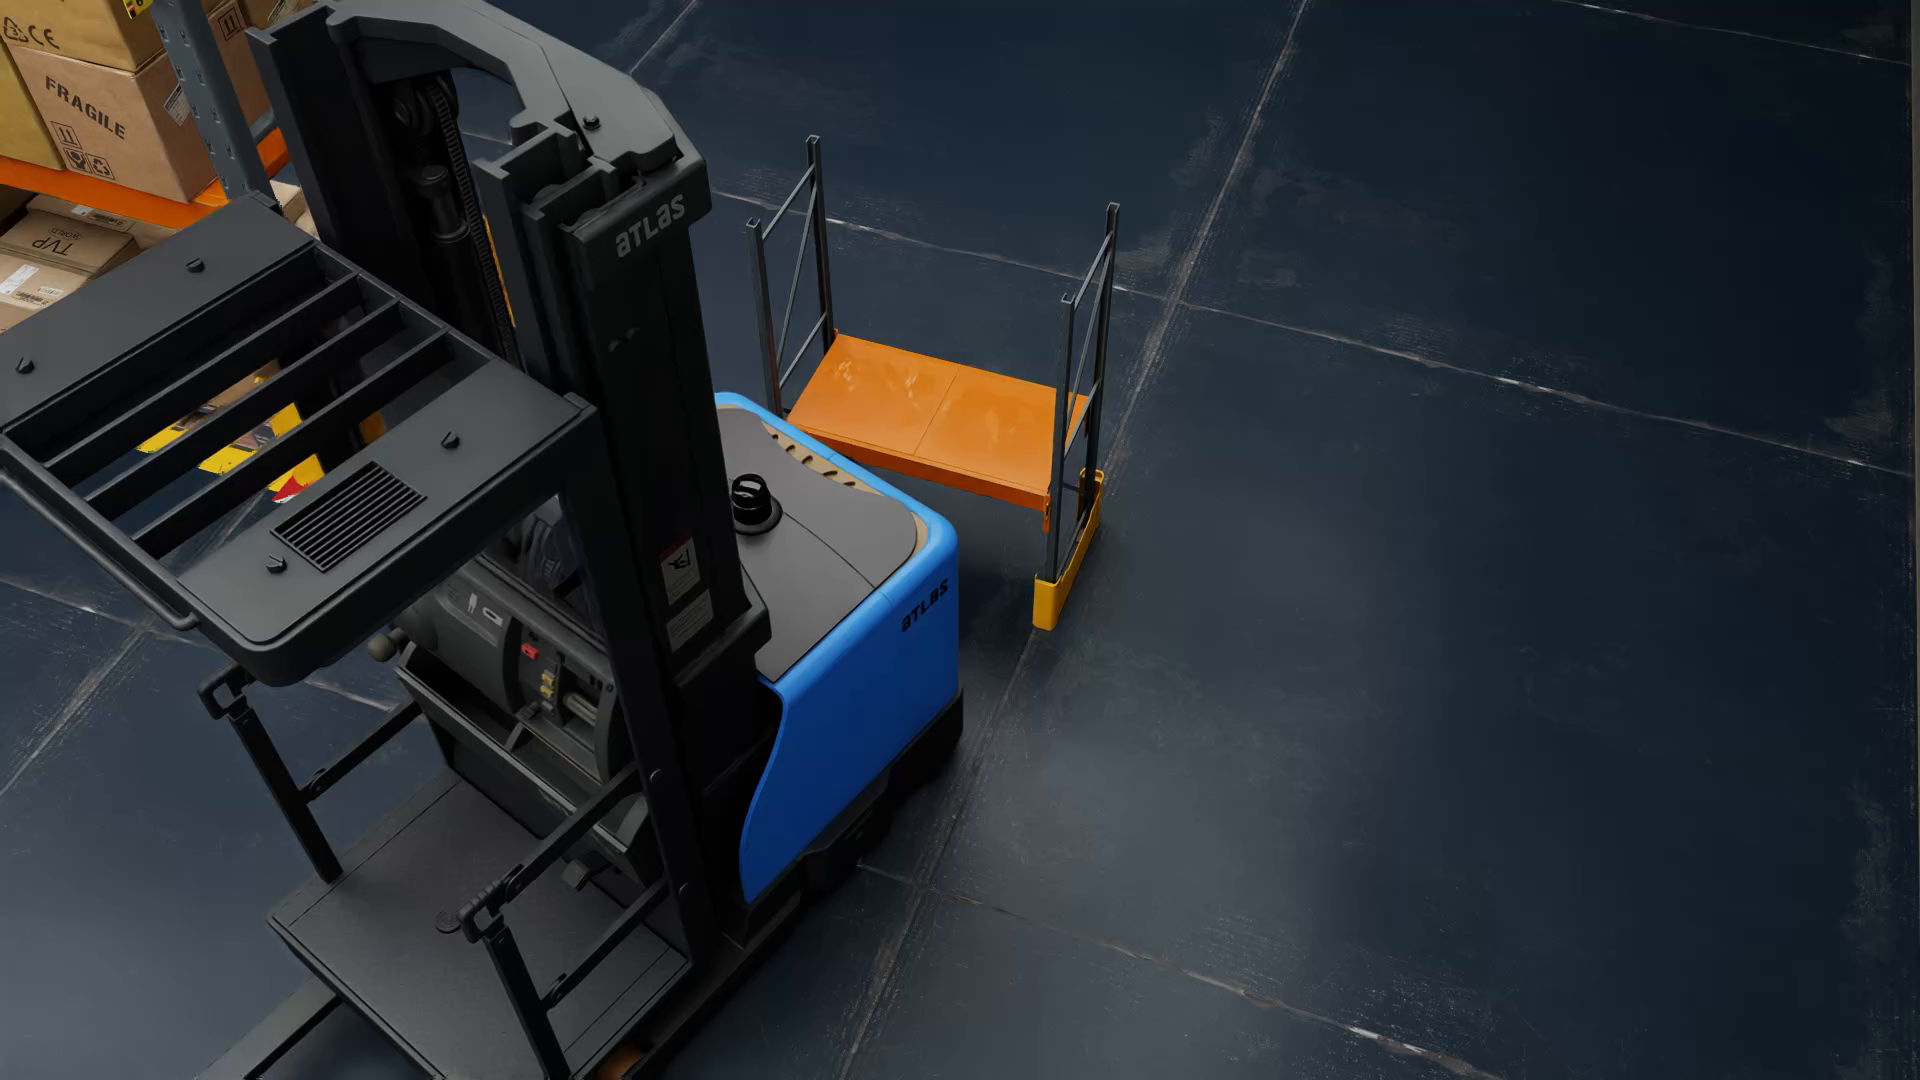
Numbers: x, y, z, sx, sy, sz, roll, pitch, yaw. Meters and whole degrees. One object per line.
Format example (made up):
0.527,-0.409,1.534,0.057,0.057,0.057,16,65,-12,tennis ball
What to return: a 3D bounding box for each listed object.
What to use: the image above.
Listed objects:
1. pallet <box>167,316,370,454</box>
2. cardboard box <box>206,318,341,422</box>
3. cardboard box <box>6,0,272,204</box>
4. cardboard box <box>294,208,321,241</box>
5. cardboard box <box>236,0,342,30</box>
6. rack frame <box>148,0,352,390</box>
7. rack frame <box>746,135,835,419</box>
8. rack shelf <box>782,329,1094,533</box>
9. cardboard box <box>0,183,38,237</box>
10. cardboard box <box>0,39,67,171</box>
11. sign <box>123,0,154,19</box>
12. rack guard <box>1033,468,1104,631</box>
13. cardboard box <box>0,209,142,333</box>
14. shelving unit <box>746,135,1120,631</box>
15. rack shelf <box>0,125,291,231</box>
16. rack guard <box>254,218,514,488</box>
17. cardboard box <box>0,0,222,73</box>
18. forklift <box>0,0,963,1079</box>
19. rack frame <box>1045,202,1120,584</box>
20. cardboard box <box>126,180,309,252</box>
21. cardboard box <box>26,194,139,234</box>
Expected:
-2.988,-0.869,6.863,1.213,0.211,1.003,16,51,13,pallet
-2.764,-0.847,6.362,0.500,0.500,0.500,16,51,13,cardboard box
-2.683,-1.511,5.509,0.500,0.500,0.500,17,51,14,cardboard box
-2.677,-1.189,6.879,0.250,0.166,0.380,16,51,13,cardboard box
-2.493,-1.890,5.837,0.500,0.500,0.500,17,51,14,cardboard box
-2.169,-1.554,5.612,0.127,3.000,1.000,16,51,13,rack frame
-0.557,-0.647,5.818,0.032,1.500,0.500,16,51,13,rack frame
-0.080,-0.396,5.839,1.000,0.185,0.538,16,51,13,rack shelf
-4.157,-1.440,6.874,0.637,0.503,0.797,16,51,13,cardboard box
-3.171,-1.645,5.624,0.500,0.500,0.500,16,51,13,cardboard box
-2.380,-1.649,4.719,0.005,0.325,0.100,16,51,13,sign
0.396,0.029,6.060,0.087,0.250,0.587,16,51,13,rack guard
-3.645,-1.035,6.691,0.500,0.250,0.500,16,51,13,cardboard box
-0.072,-0.511,5.701,1.083,1.500,0.587,16,51,13,shelving unit
-4.045,-1.842,6.338,4.000,0.370,1.077,16,51,13,rack shelf
-2.240,-0.755,6.574,0.348,0.500,1.175,16,51,13,rack guard
-2.681,-1.836,5.128,0.500,0.500,0.500,15,51,13,cardboard box
-1.305,0.345,4.012,1.130,2.935,3.031,31,56,24,forklift
0.397,-0.380,5.587,0.032,1.500,0.500,16,51,13,rack frame
-3.049,-1.272,6.896,0.500,0.250,0.500,16,51,13,cardboard box
-3.518,-1.403,7.009,0.500,0.250,0.500,16,51,13,cardboard box
